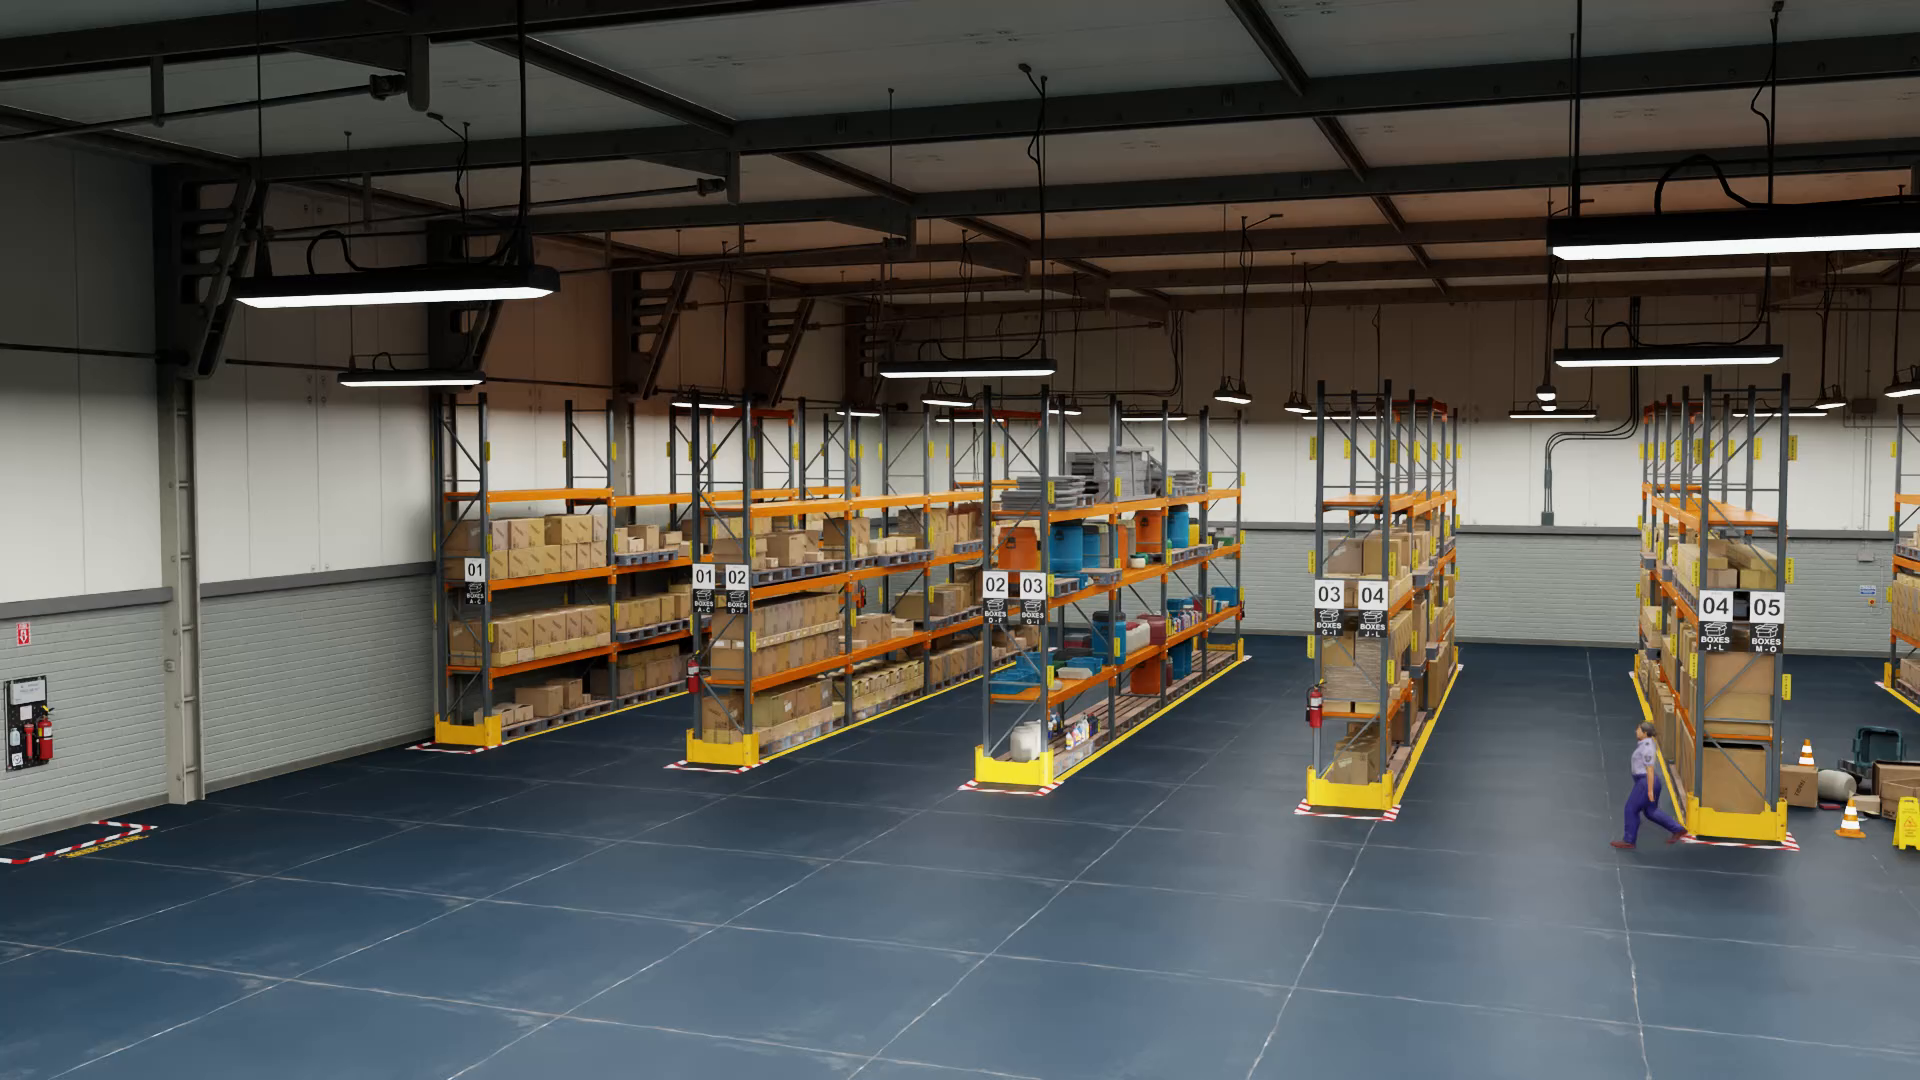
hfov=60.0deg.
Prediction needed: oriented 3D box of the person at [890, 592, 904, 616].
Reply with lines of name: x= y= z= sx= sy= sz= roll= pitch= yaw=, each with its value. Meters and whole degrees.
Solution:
person: x=-1.307 y=2.062 z=39.539 sx=0.708 sy=1.691 sz=0.676 roll=2 pitch=4 yaw=30

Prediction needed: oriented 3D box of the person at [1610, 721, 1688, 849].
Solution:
person: x=8.658 y=3.081 z=20.844 sx=0.921 sy=1.594 sz=0.478 roll=1 pitch=3 yaw=19

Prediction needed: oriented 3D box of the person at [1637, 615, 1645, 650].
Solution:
person: x=15.886 y=2.151 z=38.380 sx=0.539 sy=1.587 sz=0.410 roll=1 pitch=3 yaw=11
